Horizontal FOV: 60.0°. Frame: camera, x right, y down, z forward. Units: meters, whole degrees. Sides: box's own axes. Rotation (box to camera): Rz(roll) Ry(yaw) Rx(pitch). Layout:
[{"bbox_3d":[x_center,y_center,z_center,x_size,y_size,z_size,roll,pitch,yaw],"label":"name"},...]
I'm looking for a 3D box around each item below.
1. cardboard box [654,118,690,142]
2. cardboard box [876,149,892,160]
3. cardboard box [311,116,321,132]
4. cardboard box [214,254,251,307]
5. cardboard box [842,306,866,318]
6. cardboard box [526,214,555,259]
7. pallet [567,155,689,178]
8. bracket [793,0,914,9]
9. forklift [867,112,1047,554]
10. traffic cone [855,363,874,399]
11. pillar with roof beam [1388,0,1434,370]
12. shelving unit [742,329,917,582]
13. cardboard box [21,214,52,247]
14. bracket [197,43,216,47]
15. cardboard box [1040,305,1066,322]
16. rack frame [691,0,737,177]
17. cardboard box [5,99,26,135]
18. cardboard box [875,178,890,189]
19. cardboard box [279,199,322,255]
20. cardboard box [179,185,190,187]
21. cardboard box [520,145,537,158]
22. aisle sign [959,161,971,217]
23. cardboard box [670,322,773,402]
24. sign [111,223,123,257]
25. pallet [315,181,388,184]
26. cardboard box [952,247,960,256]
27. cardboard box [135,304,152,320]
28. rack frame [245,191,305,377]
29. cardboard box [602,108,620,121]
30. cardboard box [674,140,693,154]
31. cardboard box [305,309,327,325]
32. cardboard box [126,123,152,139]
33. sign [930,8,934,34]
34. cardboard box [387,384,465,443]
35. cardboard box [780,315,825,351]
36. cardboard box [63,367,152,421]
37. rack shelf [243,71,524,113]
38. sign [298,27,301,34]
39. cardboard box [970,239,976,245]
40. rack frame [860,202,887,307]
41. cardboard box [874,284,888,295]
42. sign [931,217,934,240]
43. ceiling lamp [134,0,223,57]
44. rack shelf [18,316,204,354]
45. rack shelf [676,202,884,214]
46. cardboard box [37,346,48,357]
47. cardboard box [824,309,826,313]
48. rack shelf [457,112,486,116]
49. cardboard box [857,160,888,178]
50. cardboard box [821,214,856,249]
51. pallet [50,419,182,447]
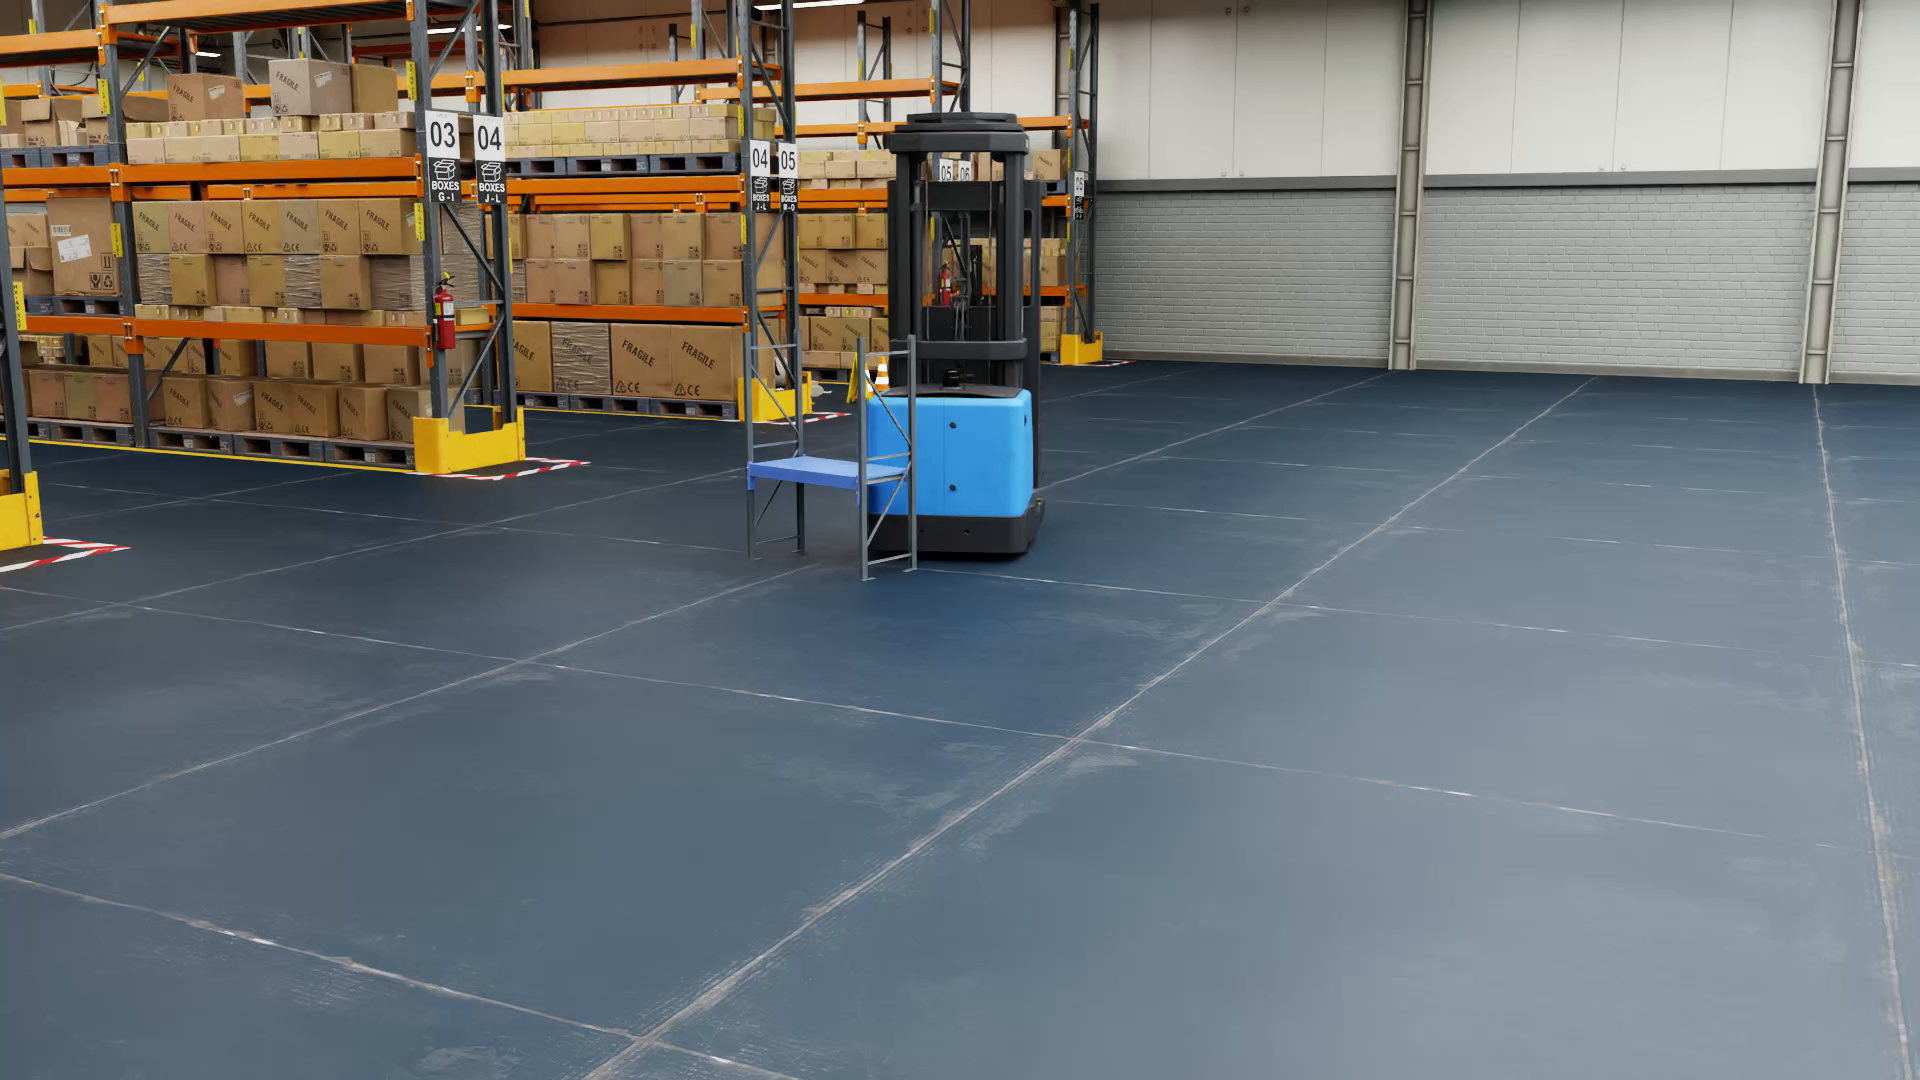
[{"bbox_3d":[-3.233,-4.791,19.484,0.500,0.250,0.500,5,11,26],"label":"cardboard box"},{"bbox_3d":[-1.008,-5.520,23.850,0.250,0.149,0.380,5,11,25],"label":"cardboard box"},{"bbox_3d":[-5.772,-3.838,15.394,0.250,0.149,0.380,5,11,26],"label":"cardboard box"},{"bbox_3d":[-6.792,-2.566,16.371,0.500,0.500,0.875,5,11,26],"label":"cardboard box"},{"bbox_3d":[-1.539,-3.354,24.452,0.250,0.149,0.380,5,12,27],"label":"cardboard box"},{"bbox_3d":[-4.949,-3.814,20.930,0.550,0.550,0.875,5,11,26],"label":"cardboard box"},{"bbox_3d":[-3.990,-4.538,20.210,1.213,0.211,1.003,5,11,26],"label":"pallet"},{"bbox_3d":[-0.995,-9.646,29.652,4.783,0.066,0.076,5,11,26],"label":"bracket"},{"bbox_3d":[0.056,-1.562,12.130,1.130,2.935,3.031,1,10,6],"label":"forklift"},{"bbox_3d":[-1.265,-2.127,22.185,0.334,0.463,0.336,5,11,26],"label":"traffic cone"},{"bbox_3d":[5.321,-6.535,22.572,0.400,9.000,9.100,5,11,26],"label":"pillar with roof beam"},{"bbox_3d":[-0.839,-0.573,10.686,1.048,1.500,0.538,9,13,39],"label":"shelving unit"},{"bbox_3d":[-13.525,-4.580,24.692,0.500,0.500,0.500,5,11,24],"label":"cardboard box"},{"bbox_3d":[-16.952,-11.048,37.400,0.430,0.232,0.235,5,11,26],"label":"bracket"},{"bbox_3d":[1.520,-3.877,28.463,0.500,0.250,0.500,5,12,28],"label":"cardboard box"},{"bbox_3d":[-3.710,-7.019,25.245,0.127,3.000,1.000,5,11,26],"label":"rack frame"},{"bbox_3d":[-10.241,-4.493,18.025,0.500,0.500,0.500,5,12,27],"label":"cardboard box"},{"bbox_3d":[-1.027,-5.128,23.927,0.250,0.149,0.380,5,12,28],"label":"cardboard box"},{"bbox_3d":[-6.008,-2.939,15.622,0.500,0.500,0.500,5,11,26],"label":"cardboard box"},{"bbox_3d":[-10.475,-5.151,23.063,0.500,0.500,0.500,5,11,26],"label":"cardboard box"},{"bbox_3d":[-5.177,-4.754,20.397,0.250,0.149,0.380,5,11,26],"label":"cardboard box"},{"bbox_3d":[0.070,-5.076,24.053,0.004,0.787,0.394,5,11,26],"label":"aisle sign"},{"bbox_3d":[-2.859,-2.157,20.014,0.875,0.875,0.875,5,11,26],"label":"cardboard box"},{"bbox_3d":[-8.337,-2.965,16.440,0.005,0.325,0.100,5,11,26],"label":"sign"},{"bbox_3d":[-7.791,-4.837,22.141,1.213,0.211,1.003,6,12,28],"label":"pallet"},{"bbox_3d":[0.031,-5.036,29.033,0.250,0.149,0.380,5,11,25],"label":"cardboard box"},{"bbox_3d":[-8.035,-2.296,16.697,0.250,0.149,0.380,5,11,26],"label":"cardboard box"},{"bbox_3d":[-9.396,-3.584,23.109,0.127,3.000,1.000,5,11,26],"label":"rack frame"},{"bbox_3d":[-4.042,-5.046,19.775,0.250,0.149,0.380,5,11,26],"label":"cardboard box"},{"bbox_3d":[-3.126,-4.574,19.402,0.250,0.149,0.380,5,11,27],"label":"cardboard box"},{"bbox_3d":[-5.982,-2.131,15.787,0.250,0.149,0.380,5,11,26],"label":"cardboard box"},{"bbox_3d":[-7.939,-4.008,16.331,0.250,0.149,0.380,5,11,24],"label":"cardboard box"},{"bbox_3d":[-0.386,-7.154,22.925,0.005,0.325,0.100,5,11,26],"label":"sign"},{"bbox_3d":[-5.060,-1.198,15.764,0.500,0.500,0.500,8,13,36],"label":"cardboard box"},{"bbox_3d":[-2.350,-3.119,24.975,0.500,0.500,0.500,6,12,29],"label":"cardboard box"},{"bbox_3d":[-9.055,-1.563,17.728,0.500,0.500,0.700,5,11,25],"label":"cardboard box"},{"bbox_3d":[-7.603,-5.827,21.803,4.000,0.370,1.077,5,11,26],"label":"rack shelf"},{"bbox_3d":[-9.154,-7.162,22.968,0.005,0.325,0.100,5,11,26],"label":"sign"},{"bbox_3d":[0.278,-5.174,28.959,0.250,0.149,0.380,5,11,27],"label":"cardboard box"},{"bbox_3d":[-1.517,-4.860,30.161,0.127,3.000,1.000,5,11,26],"label":"rack frame"},{"bbox_3d":[-1.049,-3.649,24.177,0.250,0.149,0.380,5,11,25],"label":"cardboard box"},{"bbox_3d":[-0.386,-4.390,23.425,0.005,0.325,0.100,5,11,26],"label":"sign"},{"bbox_3d":[-15.712,-11.469,33.444,0.800,3.185,2.000,5,11,26],"label":"ceiling lamp"},{"bbox_3d":[-9.888,-2.288,17.969,4.000,0.370,1.077,5,11,26],"label":"rack shelf"},{"bbox_3d":[-3.310,-6.140,30.829,4.000,0.370,1.077,5,11,26],"label":"rack shelf"},{"bbox_3d":[-13.655,-2.842,25.004,0.250,0.149,0.380,4,11,23],"label":"cardboard box"},{"bbox_3d":[-1.989,-3.938,30.552,0.625,0.625,0.875,6,12,28],"label":"cardboard box"},{"bbox_3d":[-9.090,-6.941,27.957,4.000,0.370,1.077,5,11,26],"label":"rack shelf"},{"bbox_3d":[-1.145,-5.340,23.974,0.500,0.250,0.500,5,11,25],"label":"cardboard box"},{"bbox_3d":[-1.631,-4.510,24.301,0.500,0.500,0.700,5,11,25],"label":"cardboard box"},{"bbox_3d":[-8.793,-1.173,17.620,1.213,0.211,1.003,5,11,26],"label":"pallet"}]
